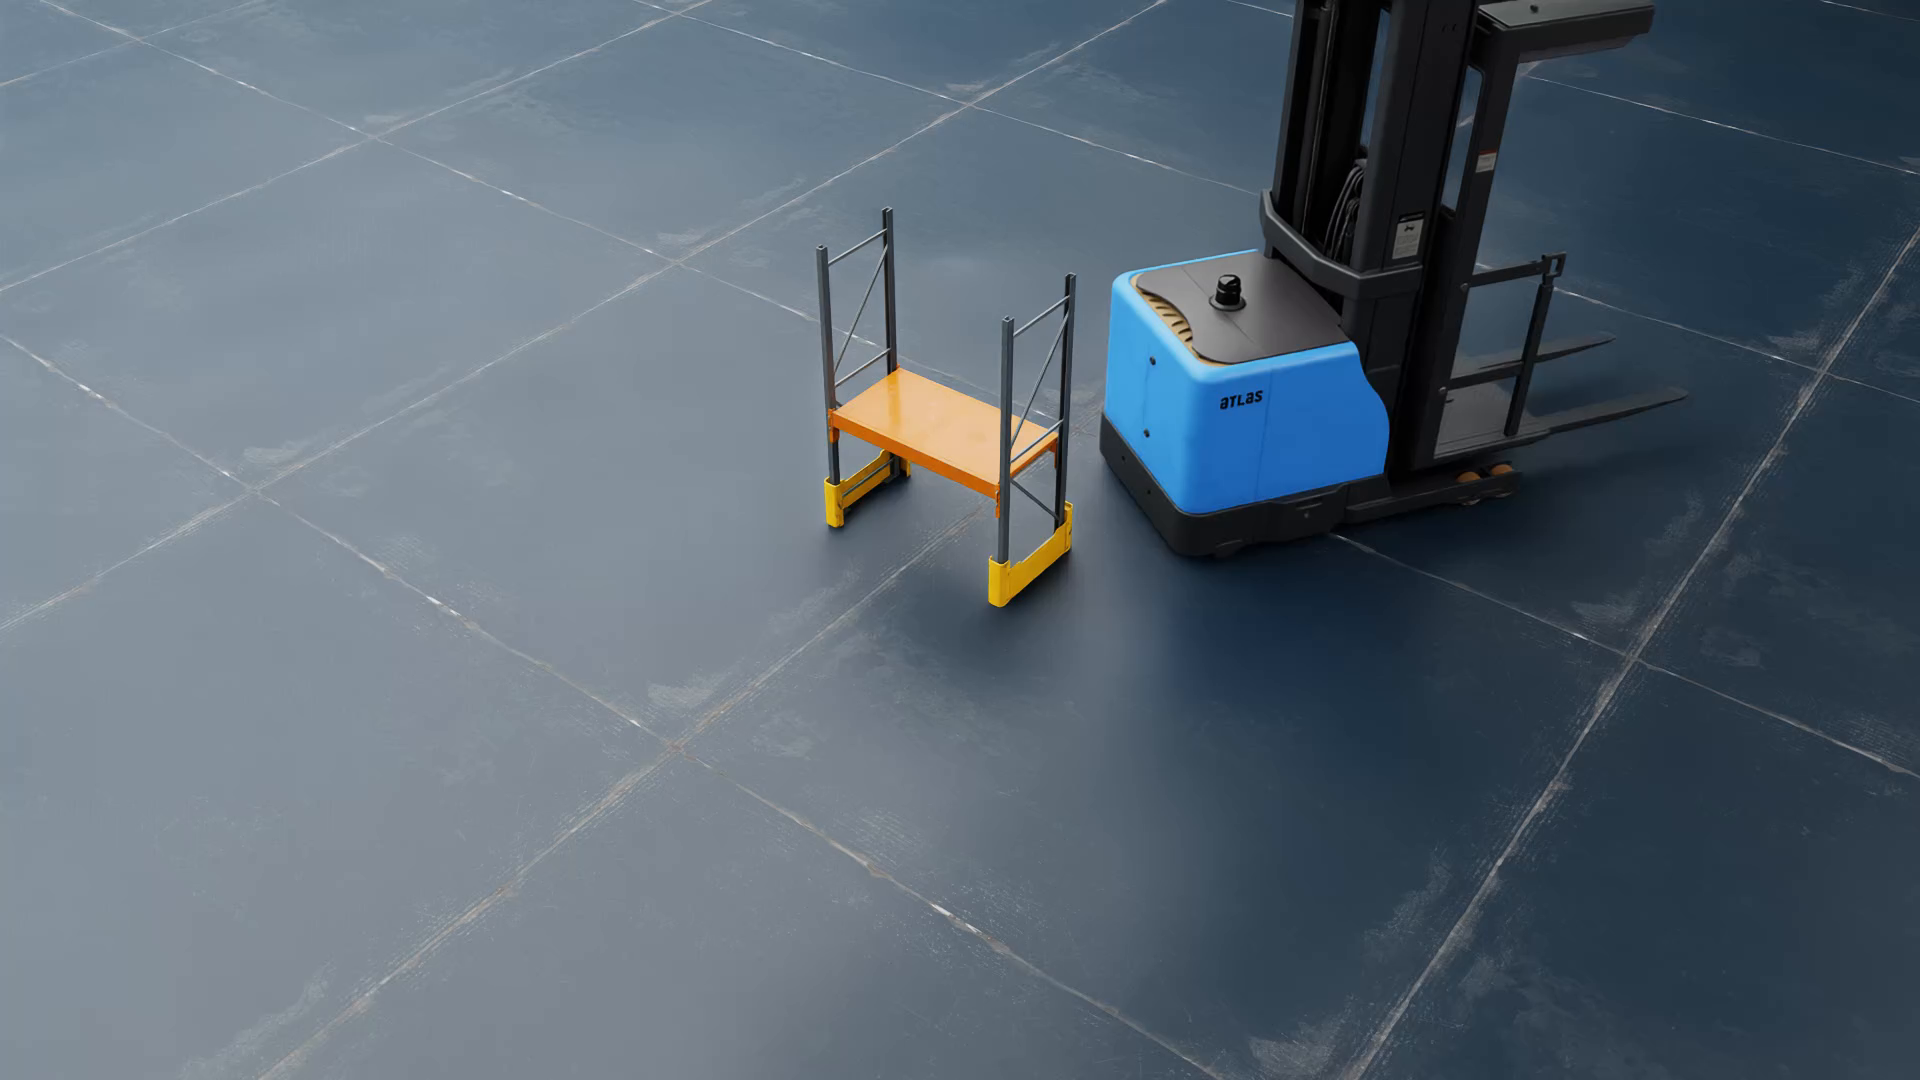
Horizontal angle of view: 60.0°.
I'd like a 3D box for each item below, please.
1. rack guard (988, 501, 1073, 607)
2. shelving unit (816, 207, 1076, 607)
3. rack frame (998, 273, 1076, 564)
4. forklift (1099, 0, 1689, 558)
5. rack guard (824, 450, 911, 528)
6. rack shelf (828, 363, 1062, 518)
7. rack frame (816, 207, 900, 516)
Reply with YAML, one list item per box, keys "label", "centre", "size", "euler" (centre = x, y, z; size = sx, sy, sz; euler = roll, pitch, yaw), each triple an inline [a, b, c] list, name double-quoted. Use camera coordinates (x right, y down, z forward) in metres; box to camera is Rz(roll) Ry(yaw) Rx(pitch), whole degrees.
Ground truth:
- label: "rack guard"
  centre: [0.335, 0.060, 7.832]
  size: [0.087, 0.250, 0.587]
  euler: [25, 45, 29]
- label: "shelving unit"
  centre: [-0.061, -0.619, 7.685]
  size: [1.083, 1.500, 0.587]
  euler: [25, 45, 29]
- label: "rack frame"
  centre: [0.336, -0.432, 7.446]
  size: [0.032, 1.500, 0.500]
  euler: [25, 45, 29]
- label: "forklift"
  centre: [2.292, -1.621, 7.803]
  size: [3.031, 2.935, 1.130]
  euler: [-13, 40, -15]
- label: "rack guard"
  centre: [-0.456, -0.313, 8.308]
  size: [0.087, 0.250, 0.587]
  euler: [25, 45, 29]
- label: "rack shelf"
  centre: [-0.068, -0.481, 7.800]
  size: [1.000, 0.185, 0.538]
  euler: [25, 45, 29]
- label: "rack frame"
  centre: [-0.472, -0.813, 7.932]
  size: [0.032, 1.500, 0.500]
  euler: [25, 45, 29]
